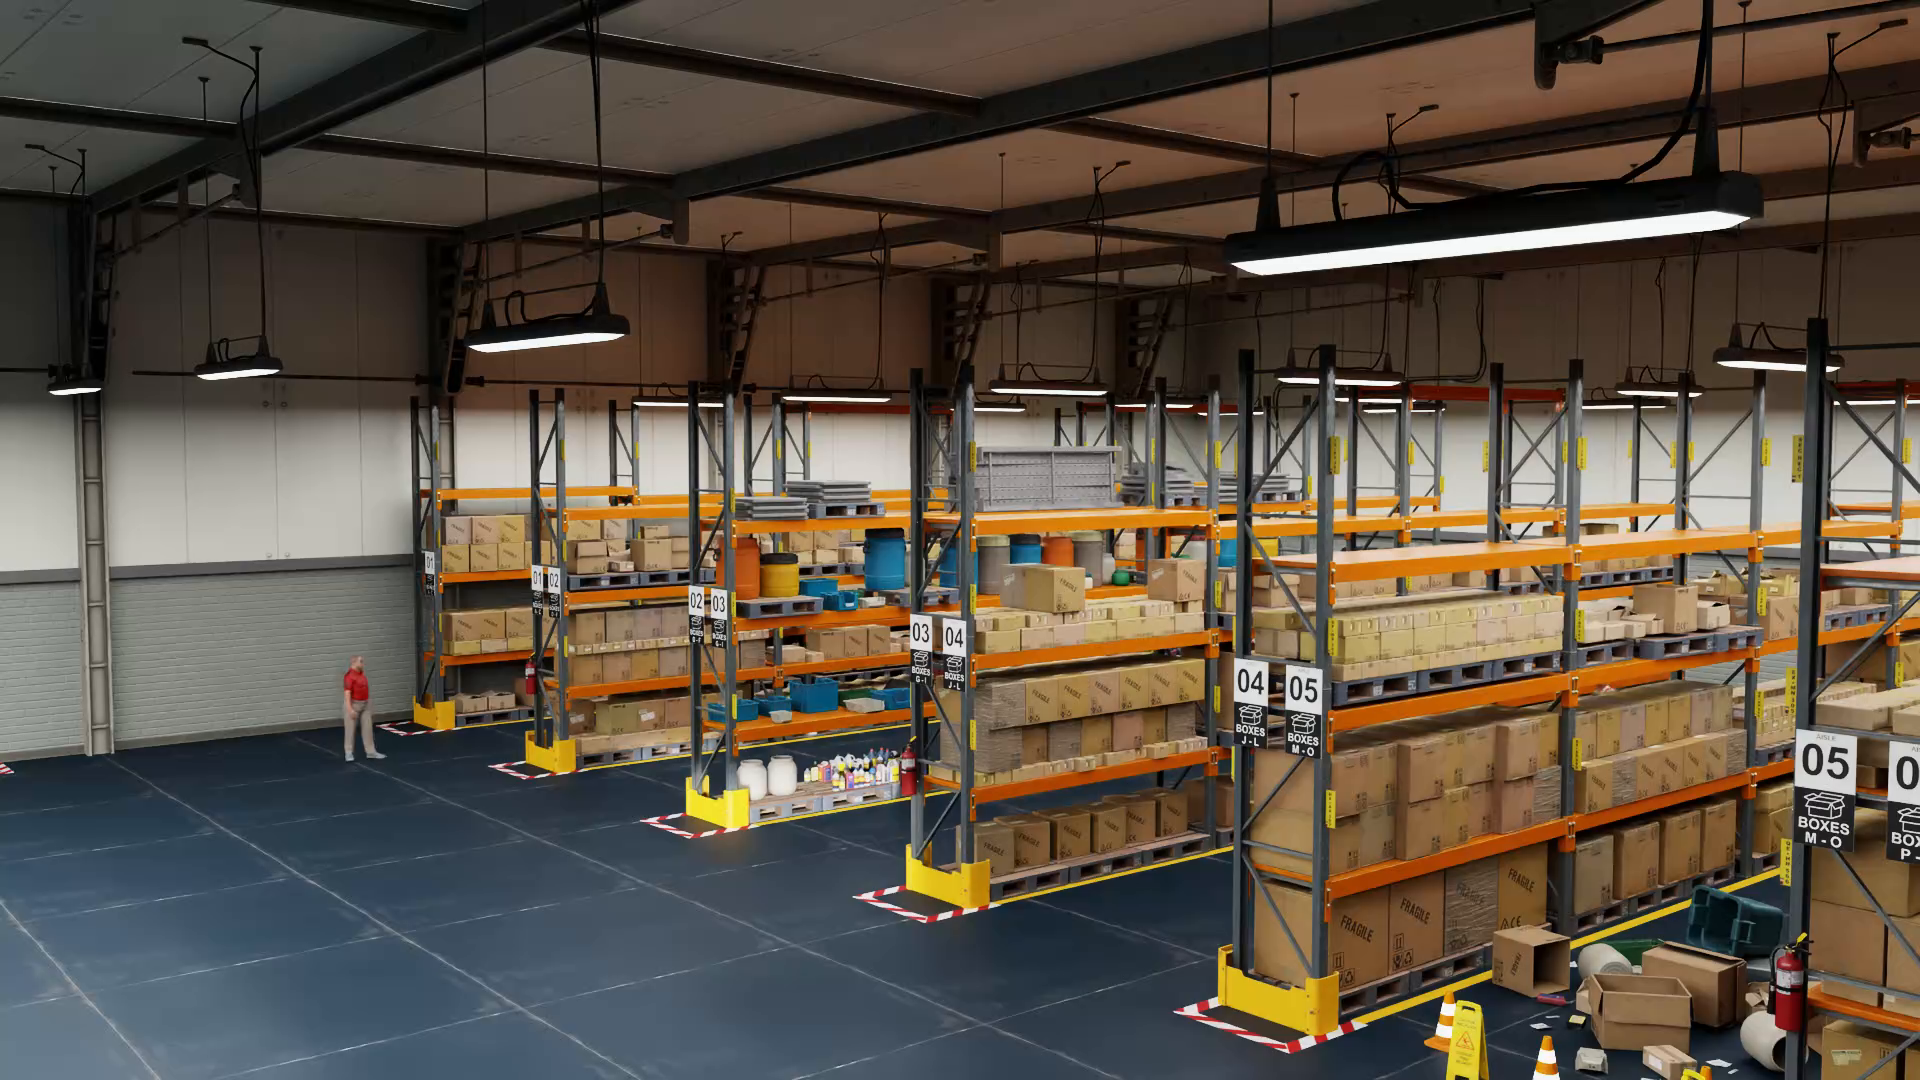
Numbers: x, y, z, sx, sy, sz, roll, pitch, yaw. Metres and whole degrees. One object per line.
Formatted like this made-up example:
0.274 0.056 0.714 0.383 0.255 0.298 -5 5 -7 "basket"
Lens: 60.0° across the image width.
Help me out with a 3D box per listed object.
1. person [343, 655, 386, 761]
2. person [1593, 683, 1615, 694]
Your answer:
-9.736 2.717 26.963 0.603 1.713 0.607 1 4 23 "person"
9.729 2.844 25.133 0.881 1.813 0.493 -3 4 -40 "person"
